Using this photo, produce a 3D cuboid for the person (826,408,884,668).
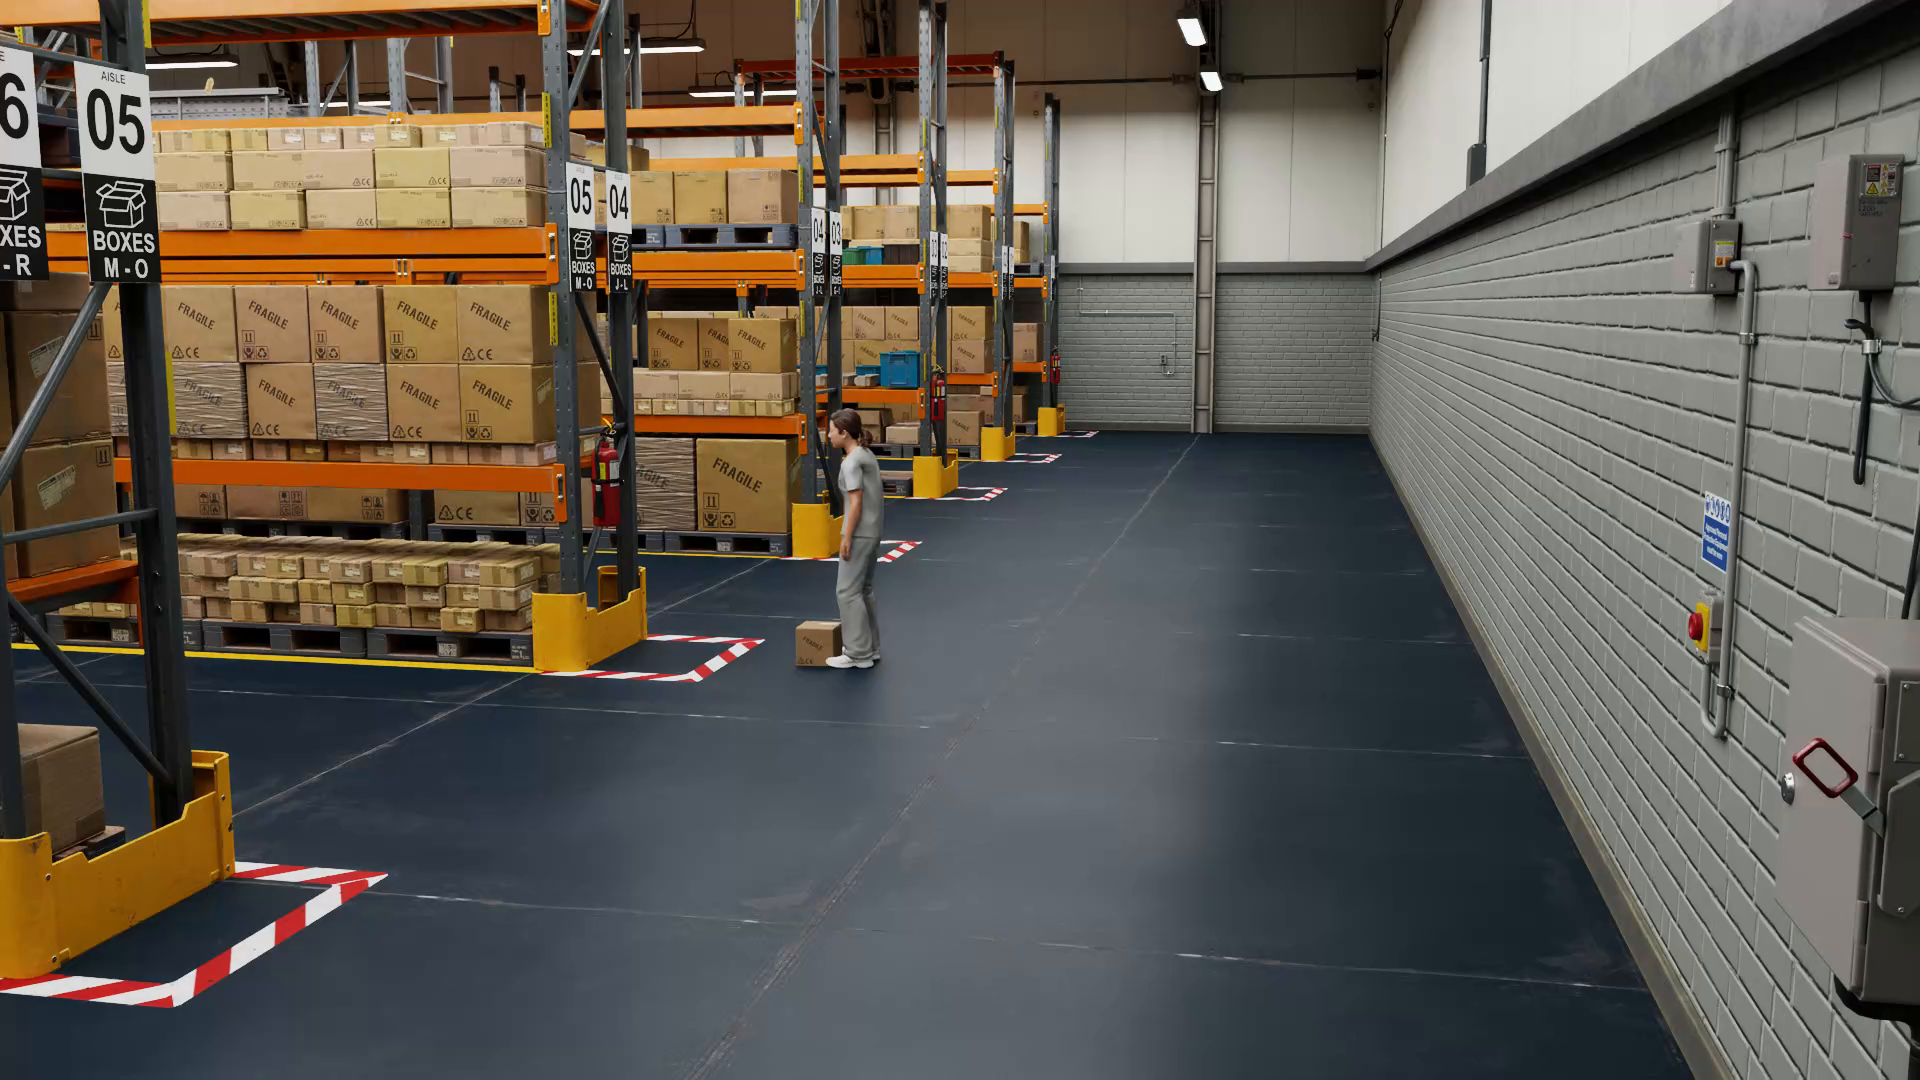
[{"bbox_3d":[-0.675,-0.018,10.751,0.361,1.671,0.513,1,8,8],"label":"person"}]
